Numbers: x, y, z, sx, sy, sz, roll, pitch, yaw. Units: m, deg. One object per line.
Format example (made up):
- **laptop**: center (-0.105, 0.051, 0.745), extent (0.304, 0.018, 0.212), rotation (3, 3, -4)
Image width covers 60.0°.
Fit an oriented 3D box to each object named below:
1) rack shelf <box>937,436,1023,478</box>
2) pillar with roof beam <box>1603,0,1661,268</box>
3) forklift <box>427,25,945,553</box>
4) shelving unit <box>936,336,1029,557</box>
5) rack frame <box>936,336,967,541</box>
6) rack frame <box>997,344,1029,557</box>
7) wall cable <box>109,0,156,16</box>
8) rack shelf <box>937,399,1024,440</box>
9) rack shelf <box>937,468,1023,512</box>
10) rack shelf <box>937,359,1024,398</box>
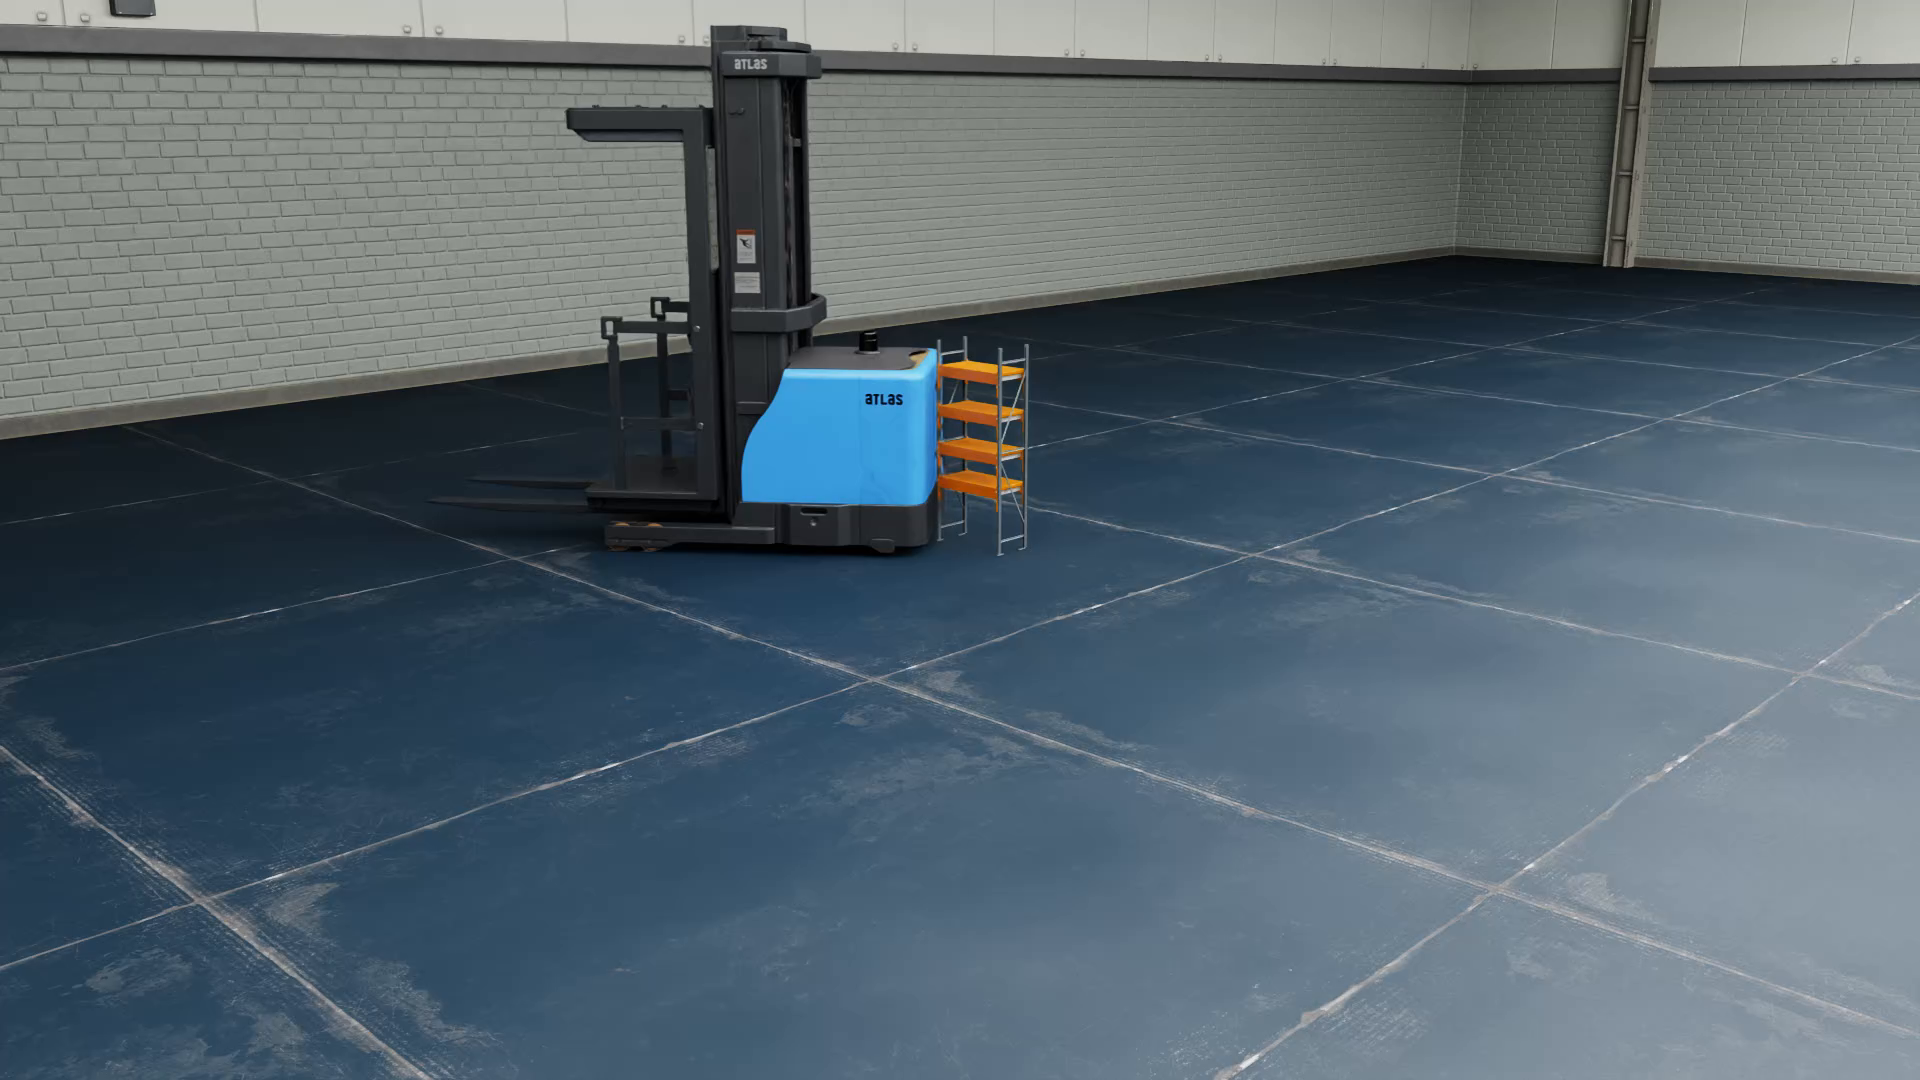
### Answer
- **rack shelf**: center (0.126, -0.486, 9.686), extent (0.480, 0.148, 0.258), rotation (14, 20, 43)
- **pillar with roof beam**: center (7.697, -8.017, 22.854), extent (0.400, 9.000, 9.100), rotation (14, 20, 42)
- **forklift**: center (-1.648, -1.478, 9.790), extent (3.031, 2.935, 1.130), rotation (2, 15, 6)
- **shelving unit**: center (0.126, -0.551, 9.669), extent (0.503, 1.200, 0.258), rotation (14, 20, 43)
- **rack frame**: center (-0.048, -0.595, 9.835), extent (0.015, 1.200, 0.240), rotation (14, 20, 43)
- **rack frame**: center (0.300, -0.508, 9.503), extent (0.015, 1.200, 0.240), rotation (14, 20, 43)
- **wall cable**: center (-5.781, -7.203, 12.984), extent (0.169, 6.003, 2.305), rotation (14, 20, 42)
- **rack shelf**: center (0.126, -0.703, 9.630), extent (0.480, 0.148, 0.258), rotation (14, 20, 43)
- **rack shelf**: center (0.126, -0.294, 9.736), extent (0.480, 0.148, 0.258), rotation (14, 20, 43)
- **rack shelf**: center (0.126, -0.932, 9.570), extent (0.480, 0.148, 0.258), rotation (14, 20, 43)
